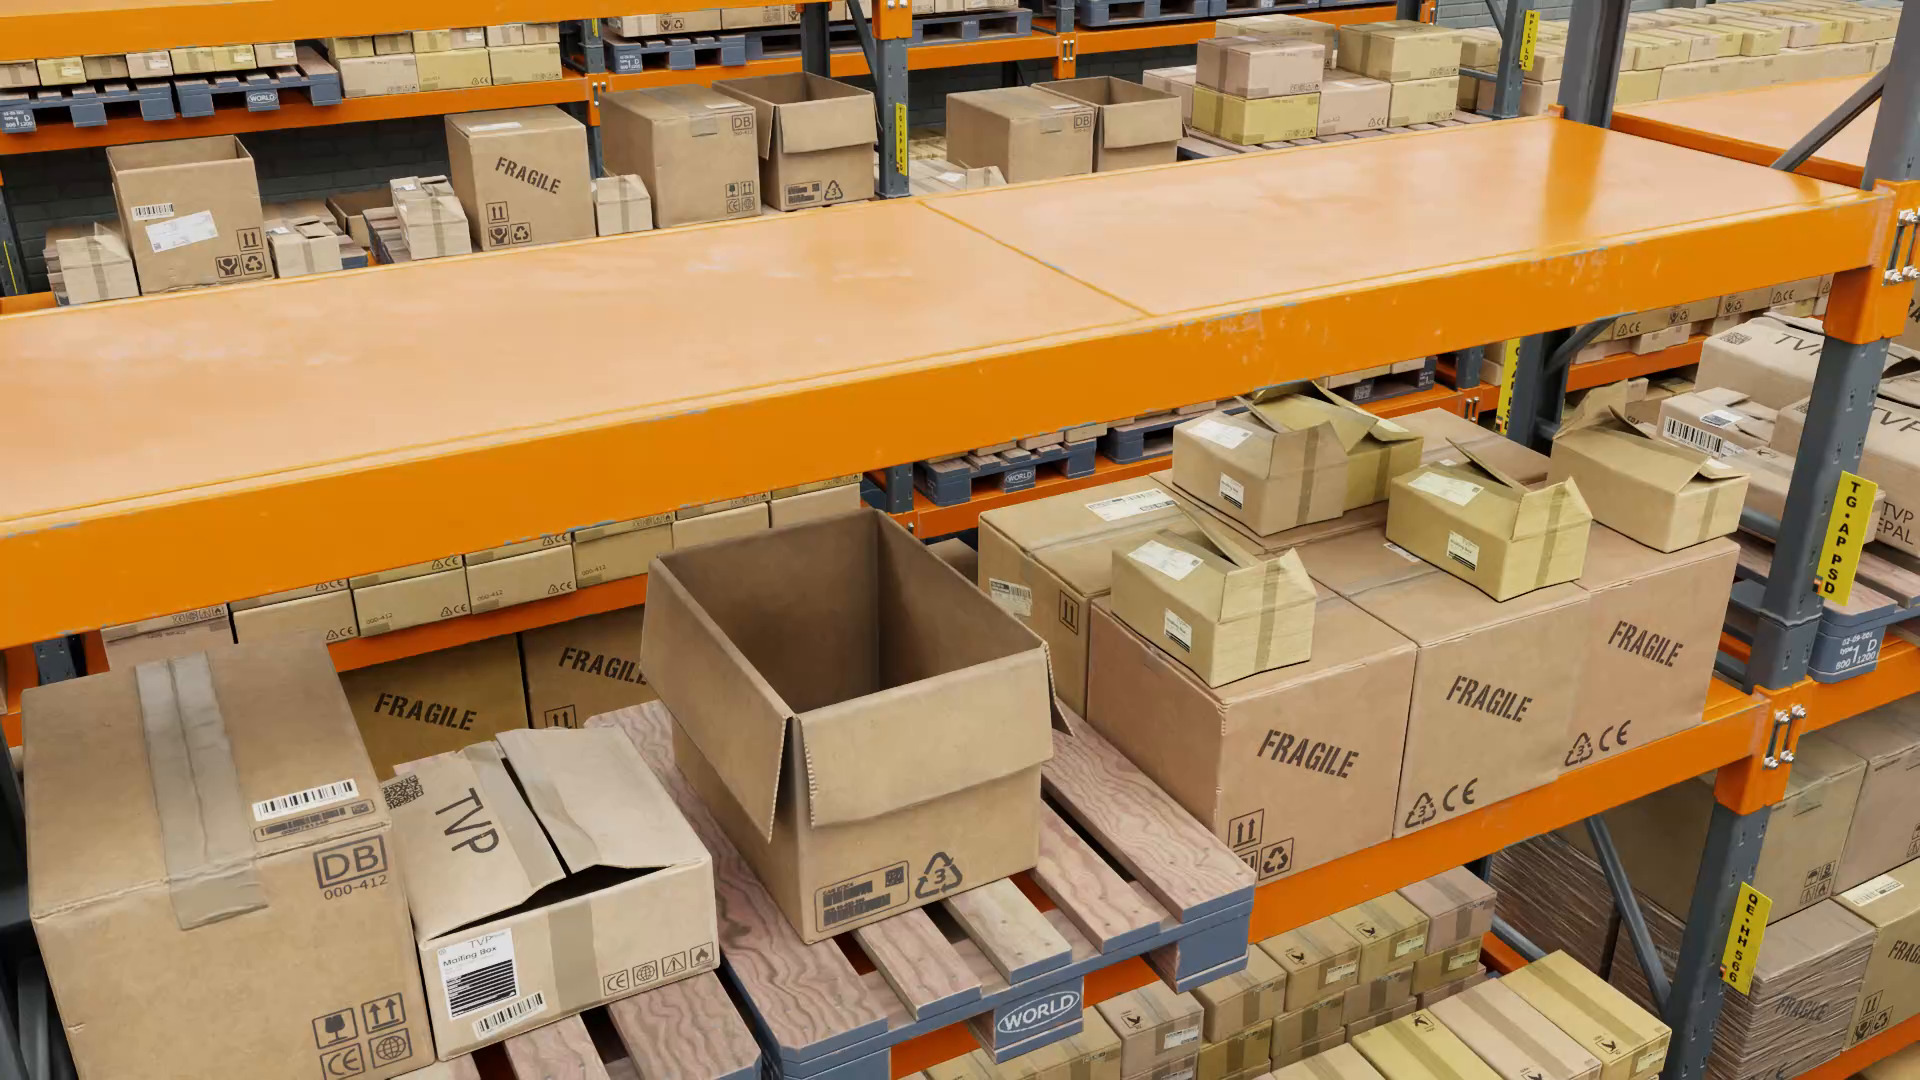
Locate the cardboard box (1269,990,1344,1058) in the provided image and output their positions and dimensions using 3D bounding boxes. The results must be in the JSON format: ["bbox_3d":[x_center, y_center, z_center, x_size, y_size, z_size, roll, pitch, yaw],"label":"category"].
[{"bbox_3d":[0.893,1.298,4.844,0.250,0.149,0.380,-14,29,-27],"label":"cardboard box"}]

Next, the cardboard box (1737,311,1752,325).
[{"bbox_3d":[5.385,-1.653,11.819,0.250,0.149,0.380,-13,28,-24],"label":"cardboard box"}]

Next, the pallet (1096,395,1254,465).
[{"bbox_3d":[1.195,-0.827,10.031,1.213,0.211,1.003,-13,29,-25],"label":"pallet"}]

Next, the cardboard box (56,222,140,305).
[{"bbox_3d":[-3.456,-1.130,6.643,0.258,0.266,0.396,-13,29,-26],"label":"cardboard box"}]

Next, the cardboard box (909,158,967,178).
[{"bbox_3d":[-0.138,-1.932,8.935,0.250,0.149,0.380,-13,29,-25],"label":"cardboard box"}]

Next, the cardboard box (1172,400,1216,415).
[{"bbox_3d":[1.291,-0.877,9.718,0.250,0.149,0.380,-12,28,-23],"label":"cardboard box"}]

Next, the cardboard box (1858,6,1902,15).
[{"bbox_3d":[6.367,-3.541,11.365,0.250,0.149,0.380,-13,28,-25],"label":"cardboard box"}]

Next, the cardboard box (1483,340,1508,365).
[{"bbox_3d":[3.517,-1.472,10.693,0.500,0.500,0.500,-13,29,-25],"label":"cardboard box"}]

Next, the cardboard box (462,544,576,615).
[{"bbox_3d":[-2.188,0.096,8.060,0.500,0.250,0.500,-13,29,-26],"label":"cardboard box"}]

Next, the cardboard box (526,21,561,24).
[{"bbox_3d":[-3.035,-3.805,11.916,0.250,0.149,0.380,-12,28,-23],"label":"cardboard box"}]

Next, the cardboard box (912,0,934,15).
[{"bbox_3d":[-0.543,-4.354,13.192,0.500,0.311,0.500,-14,29,-27],"label":"cardboard box"}]

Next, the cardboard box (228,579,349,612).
[{"bbox_3d":[-3.094,0.063,7.551,0.500,0.250,0.500,-13,28,-24],"label":"cardboard box"}]

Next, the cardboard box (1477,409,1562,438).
[{"bbox_3d":[3.645,-0.615,11.192,0.500,0.500,0.500,-12,28,-23],"label":"cardboard box"}]

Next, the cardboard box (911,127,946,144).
[{"bbox_3d":[-0.235,-3.467,14.443,0.250,0.149,0.380,-13,29,-25],"label":"cardboard box"}]

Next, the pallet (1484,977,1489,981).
[{"bbox_3d":[1.307,1.647,4.877,1.003,0.211,1.213,-13,29,-25],"label":"pallet"}]

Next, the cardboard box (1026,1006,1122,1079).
[{"bbox_3d":[0.228,1.319,4.457,0.250,0.149,0.380,-12,28,-24],"label":"cardboard box"}]

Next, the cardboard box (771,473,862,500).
[{"bbox_3d":[-0.840,-0.457,8.634,0.500,0.250,0.500,-13,29,-25],"label":"cardboard box"}]

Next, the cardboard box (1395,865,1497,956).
[{"bbox_3d":[1.383,1.052,5.014,0.250,0.149,0.380,-13,29,-25],"label":"cardboard box"}]

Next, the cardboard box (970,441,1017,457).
[{"bbox_3d":[0.107,-0.611,9.164,0.250,0.149,0.380,-15,29,-28],"label":"cardboard box"}]

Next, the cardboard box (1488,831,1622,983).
[{"bbox_3d":[2.157,1.136,5.606,0.500,0.500,0.500,-13,29,-25],"label":"cardboard box"}]

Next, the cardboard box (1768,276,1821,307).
[{"bbox_3d":[5.733,-1.988,11.767,0.500,0.500,0.500,-13,29,-25],"label":"cardboard box"}]

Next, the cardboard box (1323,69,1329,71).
[{"bbox_3d":[1.846,-2.714,9.962,0.500,0.250,0.500,-13,29,-26],"label":"cardboard box"}]

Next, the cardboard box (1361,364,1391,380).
[{"bbox_3d":[2.432,-1.129,10.242,0.250,0.149,0.380,-14,29,-27],"label":"cardboard box"}]

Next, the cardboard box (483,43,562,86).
[{"bbox_3d":[-3.210,-3.477,12.037,0.500,0.250,0.500,-14,29,-27],"label":"cardboard box"}]

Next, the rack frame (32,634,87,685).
[{"bbox_3d":[-4.062,0.320,7.421,0.127,3.000,1.000,-13,29,-25],"label":"rack frame"}]

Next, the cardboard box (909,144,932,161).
[{"bbox_3d":[-0.429,-3.165,13.813,0.250,0.149,0.380,-14,29,-26],"label":"cardboard box"}]

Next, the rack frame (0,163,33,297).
[{"bbox_3d":[-6.401,-1.575,11.367,0.127,3.000,1.000,-13,29,-25],"label":"rack frame"}]

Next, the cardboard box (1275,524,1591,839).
[{"bbox_3d":[1.067,0.298,3.885,0.500,0.500,0.500,-13,29,-25],"label":"cardboard box"}]

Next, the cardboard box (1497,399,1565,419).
[{"bbox_3d":[3.783,-0.910,11.057,0.250,0.149,0.380,-13,28,-24],"label":"cardboard box"}]

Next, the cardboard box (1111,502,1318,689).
[{"bbox_3d":[0.526,0.084,3.446,0.258,0.266,0.396,-13,29,-25],"label":"cardboard box"}]

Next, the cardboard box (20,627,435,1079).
[{"bbox_3d":[-1.257,0.568,2.838,0.500,0.500,0.700,-13,29,-25],"label":"cardboard box"}]

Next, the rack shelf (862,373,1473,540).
[{"bbox_3d":[1.232,-0.578,10.122,4.000,0.370,1.077,-13,29,-25],"label":"rack shelf"}]

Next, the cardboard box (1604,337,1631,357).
[{"bbox_3d":[4.300,-1.378,11.248,0.250,0.149,0.380,-13,29,-25],"label":"cardboard box"}]

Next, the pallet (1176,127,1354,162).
[{"bbox_3d":[1.489,-2.280,9.586,1.003,0.211,1.213,-13,29,-25],"label":"pallet"}]

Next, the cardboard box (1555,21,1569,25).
[{"bbox_3d":[4.086,-3.274,10.809,0.250,0.149,0.380,-14,29,-26],"label":"cardboard box"}]

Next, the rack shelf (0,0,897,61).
[{"bbox_3d":[-2.297,-2.288,7.213,4.000,0.370,1.077,-13,29,-25],"label":"rack shelf"}]

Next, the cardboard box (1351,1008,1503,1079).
[{"bbox_3d":[1.216,1.409,4.269,0.250,0.149,0.380,-12,28,-24],"label":"cardboard box"}]

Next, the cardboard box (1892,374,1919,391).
[{"bbox_3d":[3.070,-0.310,4.838,0.500,0.250,0.500,-12,28,-24],"label":"cardboard box"}]

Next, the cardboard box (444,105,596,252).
[{"bbox_3d":[-1.951,-1.612,7.377,0.500,0.500,0.500,-13,28,-25],"label":"cardboard box"}]

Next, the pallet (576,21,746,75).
[{"bbox_3d":[-2.315,-3.829,12.815,1.003,0.211,1.213,-12,28,-23],"label":"pallet"}]

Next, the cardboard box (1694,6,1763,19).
[{"bbox_3d":[5.223,-3.534,11.350,0.250,0.149,0.380,-13,29,-25],"label":"cardboard box"}]

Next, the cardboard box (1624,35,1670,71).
[{"bbox_3d":[4.126,-3.005,10.249,0.250,0.149,0.380,-13,29,-25],"label":"cardboard box"}]

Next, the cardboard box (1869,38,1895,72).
[{"bbox_3d":[6.202,-3.336,11.398,0.500,0.250,0.500,-13,29,-26],"label":"cardboard box"}]

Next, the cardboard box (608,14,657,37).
[{"bbox_3d":[-2.421,-3.826,12.259,0.250,0.166,0.380,-13,29,-25],"label":"cardboard box"}]

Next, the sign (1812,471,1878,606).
[{"bbox_3d":[2.140,-0.003,4.029,0.005,0.325,0.100,-13,29,-25],"label":"sign"}]

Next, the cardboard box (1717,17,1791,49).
[{"bbox_3d":[5.194,-3.322,10.909,0.250,0.149,0.380,-14,29,-27],"label":"cardboard box"}]

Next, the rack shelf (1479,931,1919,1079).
[{"bbox_3d":[3.651,1.292,6.227,4.000,0.370,1.077,-13,29,-25],"label":"rack shelf"}]

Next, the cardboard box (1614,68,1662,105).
[{"bbox_3d":[3.965,-2.822,10.328,0.500,0.250,0.500,-13,29,-26],"label":"cardboard box"}]

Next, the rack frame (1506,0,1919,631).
[{"bbox_3d":[1.886,-1.330,3.924,0.127,3.000,1.000,-13,29,-25],"label":"rack frame"}]

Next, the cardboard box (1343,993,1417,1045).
[{"bbox_3d":[1.160,1.367,5.043,0.250,0.149,0.380,-12,28,-23],"label":"cardboard box"}]

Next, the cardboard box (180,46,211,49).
[{"bbox_3d":[-5.073,-3.330,10.902,0.250,0.149,0.380,-13,28,-24],"label":"cardboard box"}]

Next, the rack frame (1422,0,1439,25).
[{"bbox_3d":[4.188,-4.019,16.458,0.127,3.000,1.000,-13,29,-25],"label":"rack frame"}]

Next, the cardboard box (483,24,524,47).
[{"bbox_3d":[-3.309,-3.645,11.925,0.250,0.149,0.380,-14,29,-26],"label":"cardboard box"}]

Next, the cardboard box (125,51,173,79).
[{"bbox_3d":[-5.264,-3.105,10.777,0.250,0.149,0.380,-13,28,-24],"label":"cardboard box"}]

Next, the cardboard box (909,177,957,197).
[{"bbox_3d":[-0.174,-1.733,8.521,0.250,0.149,0.380,-13,29,-25],"label":"cardboard box"}]

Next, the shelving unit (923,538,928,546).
[{"bbox_3d":[0.006,-0.677,11.230,0.755,1.500,0.431,-13,29,-25],"label":"shelving unit"}]
